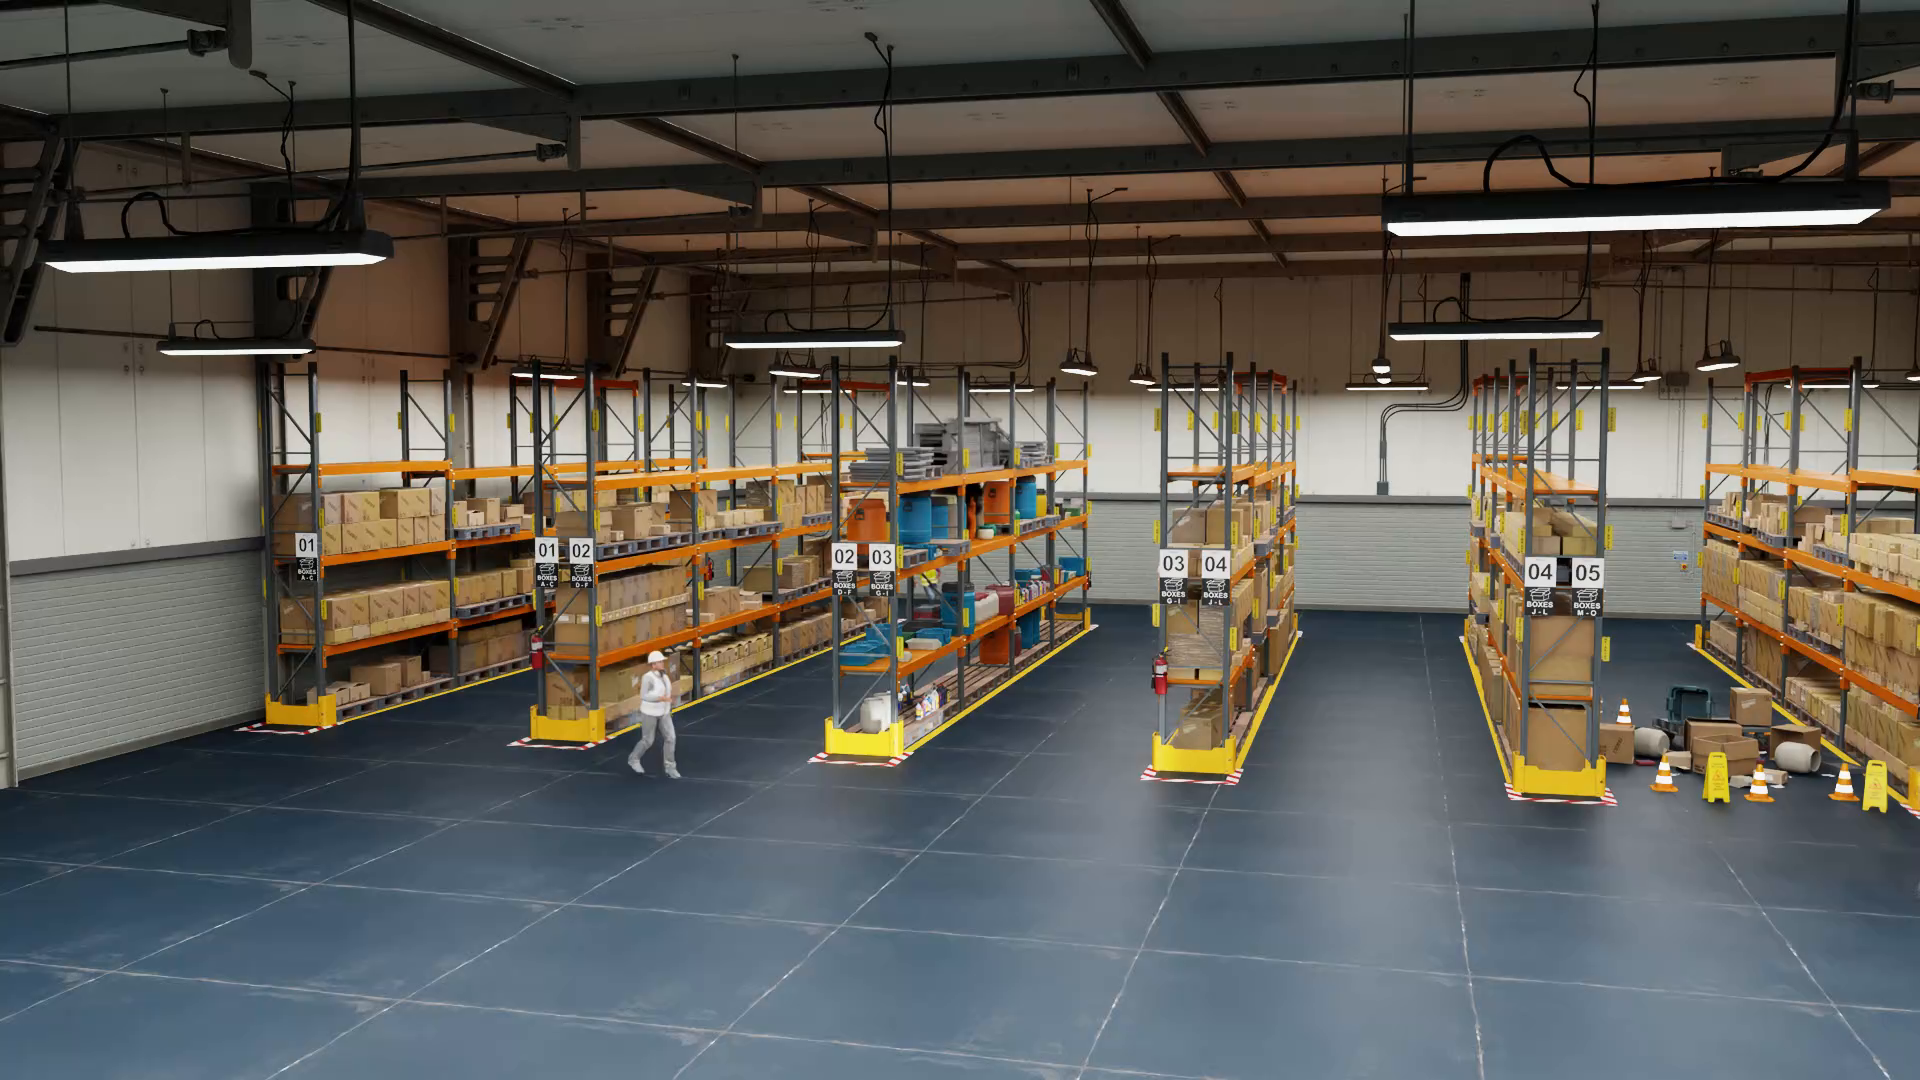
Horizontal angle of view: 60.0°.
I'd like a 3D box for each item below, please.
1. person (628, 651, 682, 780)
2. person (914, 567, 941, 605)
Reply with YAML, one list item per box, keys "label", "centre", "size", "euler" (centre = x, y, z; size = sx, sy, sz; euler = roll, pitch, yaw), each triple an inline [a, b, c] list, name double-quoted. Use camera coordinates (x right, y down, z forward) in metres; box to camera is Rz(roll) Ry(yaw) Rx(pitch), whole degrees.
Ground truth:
- label: "person"
  centre: [-4.322, 2.465, 23.498]
  size: [0.873, 1.812, 0.613]
  euler: [3, 5, 33]
- label: "person"
  centre: [-0.802, 1.156, 42.089]
  size: [0.763, 1.780, 0.862]
  euler: [-2, 5, -28]
